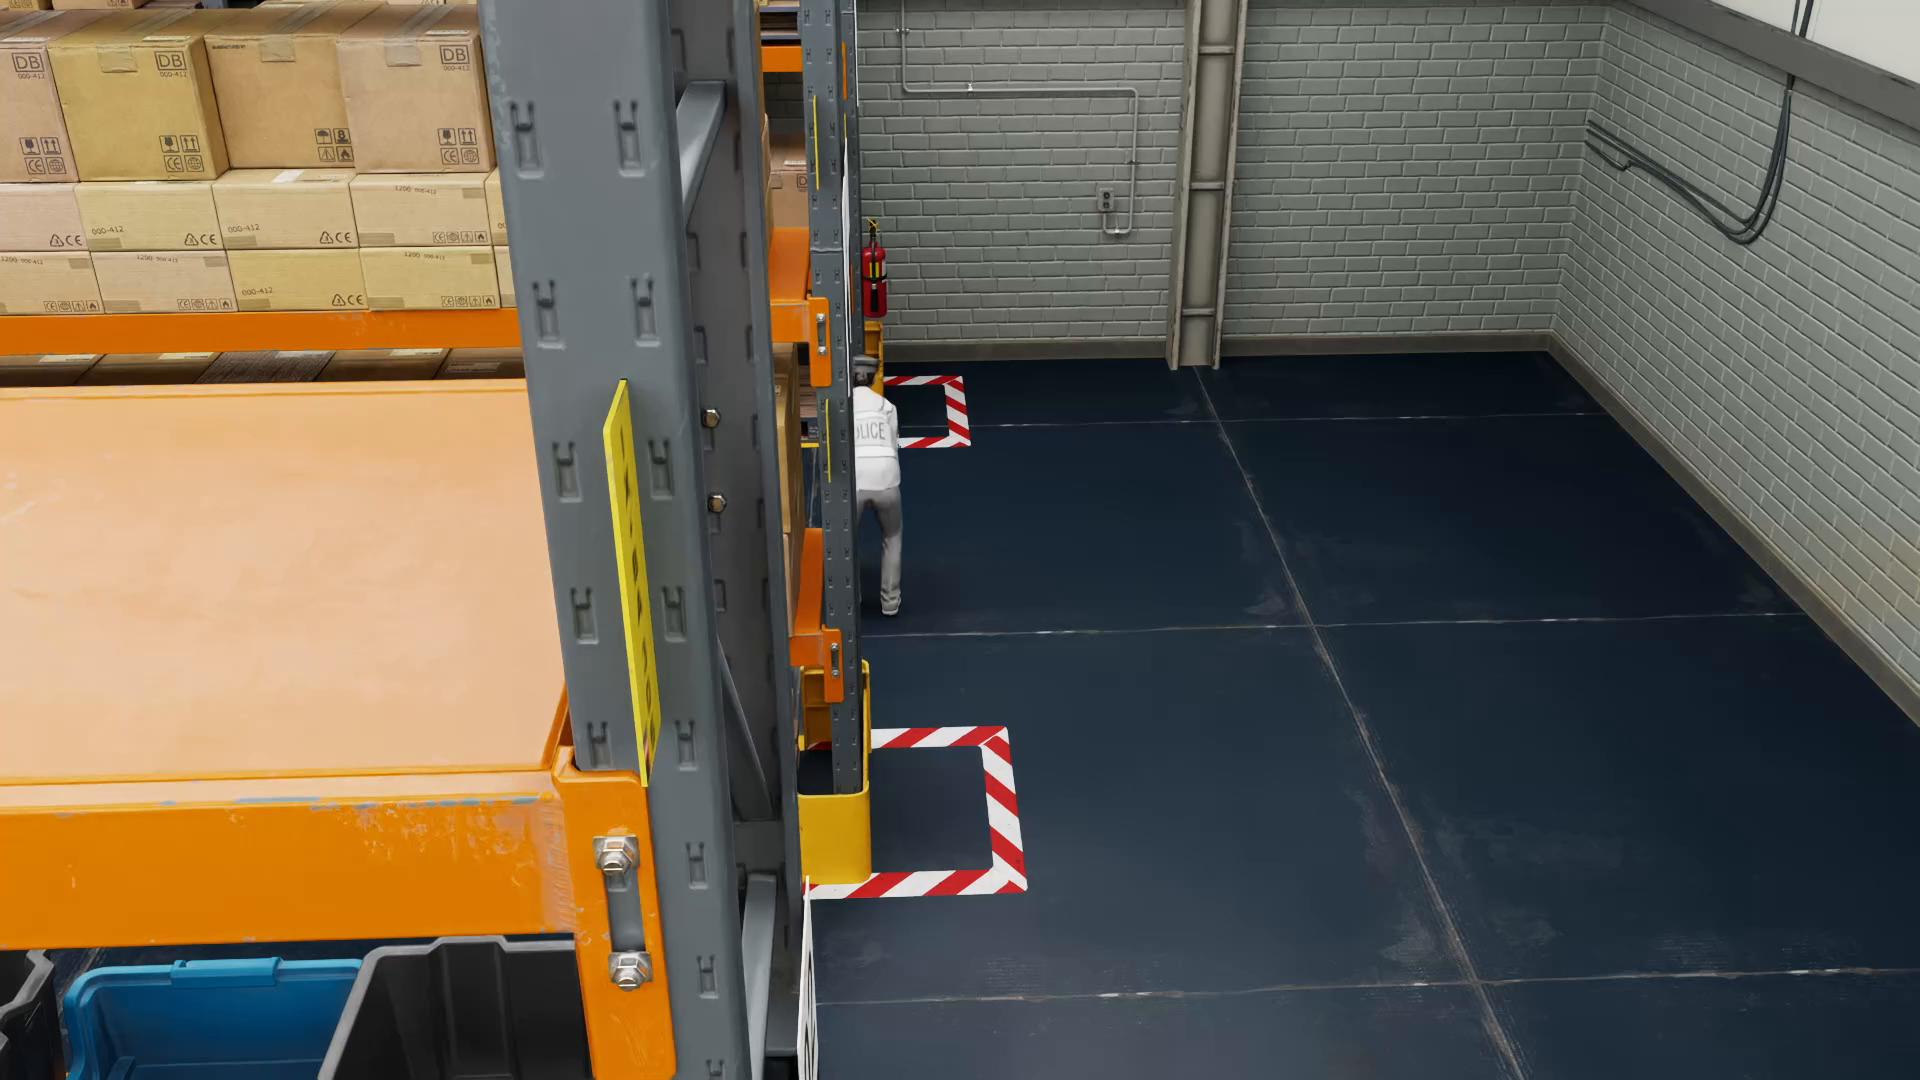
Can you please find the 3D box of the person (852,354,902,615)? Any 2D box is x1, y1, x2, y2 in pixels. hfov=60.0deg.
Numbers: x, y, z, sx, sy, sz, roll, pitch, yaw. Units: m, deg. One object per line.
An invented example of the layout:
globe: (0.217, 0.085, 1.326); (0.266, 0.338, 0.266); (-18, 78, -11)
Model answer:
person: (-0.555, -0.322, 9.789); (0.415, 1.474, 0.756); (-2, 28, -4)
